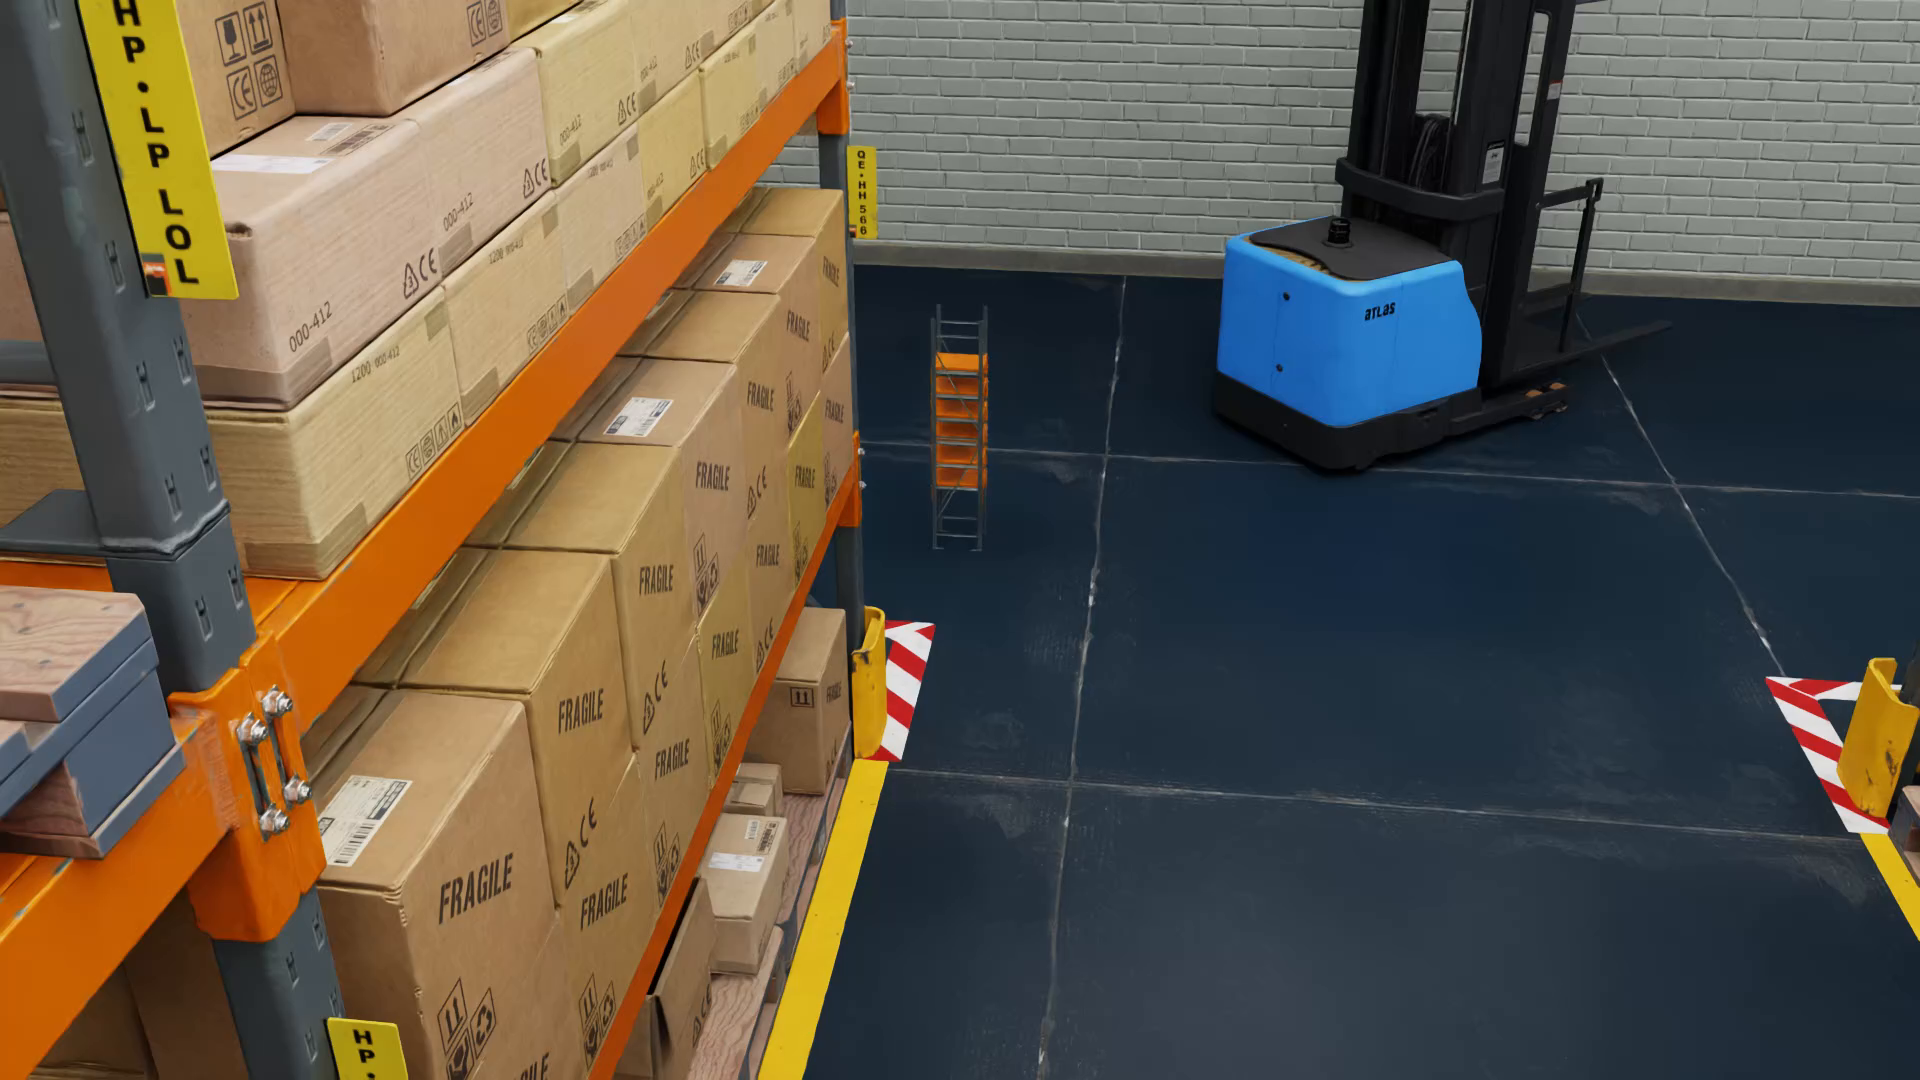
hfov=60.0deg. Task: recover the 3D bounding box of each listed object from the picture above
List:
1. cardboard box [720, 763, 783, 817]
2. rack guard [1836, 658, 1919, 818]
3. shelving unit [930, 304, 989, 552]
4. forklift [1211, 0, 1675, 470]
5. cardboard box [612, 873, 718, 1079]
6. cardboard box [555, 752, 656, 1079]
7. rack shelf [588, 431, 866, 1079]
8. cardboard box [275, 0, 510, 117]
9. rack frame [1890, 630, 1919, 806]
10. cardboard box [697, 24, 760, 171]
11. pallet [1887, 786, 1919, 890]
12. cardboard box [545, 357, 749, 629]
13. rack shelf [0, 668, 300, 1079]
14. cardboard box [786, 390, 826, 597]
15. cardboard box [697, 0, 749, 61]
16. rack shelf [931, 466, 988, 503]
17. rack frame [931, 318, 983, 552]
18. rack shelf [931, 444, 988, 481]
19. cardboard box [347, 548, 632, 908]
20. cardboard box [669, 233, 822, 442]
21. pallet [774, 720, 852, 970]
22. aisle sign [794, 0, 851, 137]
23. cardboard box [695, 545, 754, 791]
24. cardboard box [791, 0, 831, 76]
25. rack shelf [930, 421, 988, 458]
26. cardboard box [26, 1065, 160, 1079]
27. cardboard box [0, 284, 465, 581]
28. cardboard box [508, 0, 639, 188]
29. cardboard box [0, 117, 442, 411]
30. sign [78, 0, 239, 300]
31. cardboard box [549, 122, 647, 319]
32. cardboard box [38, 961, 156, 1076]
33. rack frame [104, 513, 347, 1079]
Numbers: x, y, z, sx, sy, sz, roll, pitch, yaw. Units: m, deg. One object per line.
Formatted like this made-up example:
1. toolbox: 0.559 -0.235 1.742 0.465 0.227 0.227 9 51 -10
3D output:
1. cardboard box: -0.847 0.913 5.917 0.380 0.166 0.250 3 28 6
2. rack guard: 4.020 0.781 6.273 1.175 0.500 0.348 3 28 6
3. shelving unit: -0.002 -0.521 7.953 0.258 1.200 0.189 3 28 6
4. forklift: 2.954 -2.177 9.201 3.031 2.935 1.130 -17 33 -28
5. cardboard box: -1.151 1.307 4.830 0.797 0.503 0.637 3 28 6
6. cardboard box: -0.984 0.777 3.540 0.500 0.500 0.500 4 29 7
7. rack shelf: -1.131 0.661 4.618 1.077 0.370 4.000 3 28 6
8. cardboard box: -1.152 -0.977 2.578 0.700 0.500 0.500 3 28 6
9. rack frame: 4.030 -0.307 5.657 1.000 3.000 0.127 3 28 6
10. cardboard box: -0.808 -1.123 4.168 0.500 0.250 0.500 3 28 6
11. pallet: 3.890 1.307 5.602 1.003 0.211 1.213 3 28 6
12. cardboard box: -0.851 -0.131 4.172 0.500 0.500 0.500 4 29 8
13. rack shelf: -1.621 1.224 0.412 1.077 0.370 4.000 3 28 6
14. cardboard box: -0.731 -0.170 5.297 0.500 0.500 0.500 4 29 7
15. cardboard box: -0.822 -1.344 4.051 0.500 0.250 0.500 3 28 6
16. rack shelf: -0.002 -0.271 8.088 0.258 0.103 0.180 3 28 6
17. rack frame: -0.013 -0.478 7.873 0.240 1.200 0.006 3 28 6
18. rack shelf: -0.002 -0.377 8.031 0.258 0.103 0.180 3 28 6
19. cardboard box: -0.976 0.354 3.271 0.500 0.500 0.500 2 28 5
20. cardboard box: -0.729 -0.618 5.074 0.500 0.500 0.500 4 29 8
21. pallet: -0.992 1.042 6.093 1.003 0.211 1.213 3 28 6
22. aisle sign: -0.574 -1.755 5.605 0.394 0.787 0.004 3 28 6
23. cardboard box: -0.859 0.302 4.421 0.500 0.500 0.500 3 28 5
24. cardboard box: -0.687 -1.594 5.042 0.500 0.250 0.500 3 28 6
25. rack shelf: -0.002 -0.482 7.974 0.258 0.103 0.180 3 28 6
26. cardboard box: -1.570 0.992 3.141 0.500 0.500 0.500 4 29 7
27. cardboard box: -1.071 -0.183 2.422 0.500 0.250 0.500 3 28 6
28. cardboard box: -0.938 -0.873 3.176 0.500 0.250 0.500 3 28 6
29. cardboard box: -1.070 -0.403 2.304 0.500 0.250 0.500 3 28 6
30. sign: -0.825 -0.405 1.716 0.100 0.325 0.005 3 28 6
31. cardboard box: -0.943 -0.653 3.295 0.500 0.250 0.500 3 28 6
32. cardboard box: -1.571 0.549 2.909 0.500 0.500 0.500 3 29 6
33. rack frame: -1.376 1.286 2.700 1.000 3.000 0.127 3 28 6
